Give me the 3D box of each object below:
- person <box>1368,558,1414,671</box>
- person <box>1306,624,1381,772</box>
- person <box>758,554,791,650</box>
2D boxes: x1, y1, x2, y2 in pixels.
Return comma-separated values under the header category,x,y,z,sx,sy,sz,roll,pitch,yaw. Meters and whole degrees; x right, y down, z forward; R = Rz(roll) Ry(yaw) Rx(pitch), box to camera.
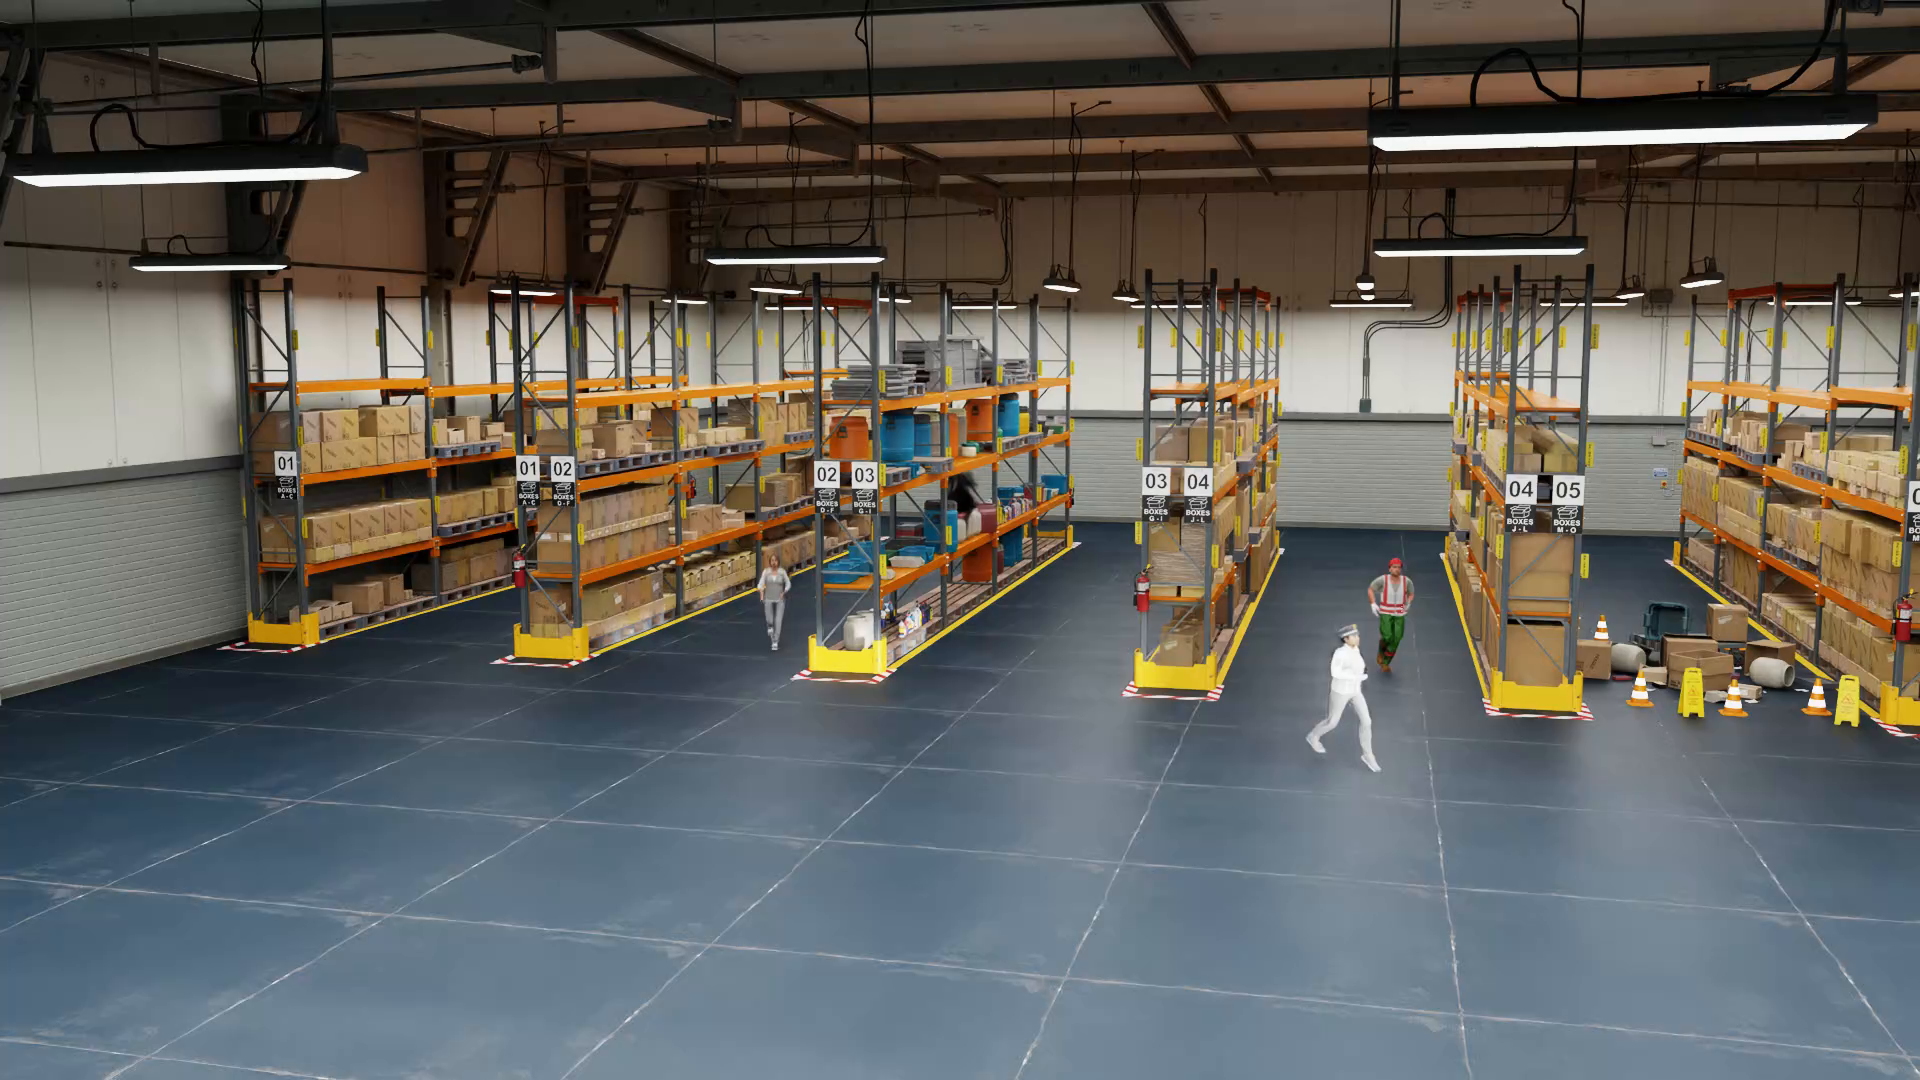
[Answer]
category,x,y,z,sx,sy,sz,roll,pitch,yaw
person,6.529,1.137,25.065,0.663,1.736,0.560,0,7,0
person,4.510,1.832,19.631,0.578,1.734,0.996,-5,9,-37
person,-3.019,1.005,27.082,0.538,1.544,0.549,-1,7,-6
